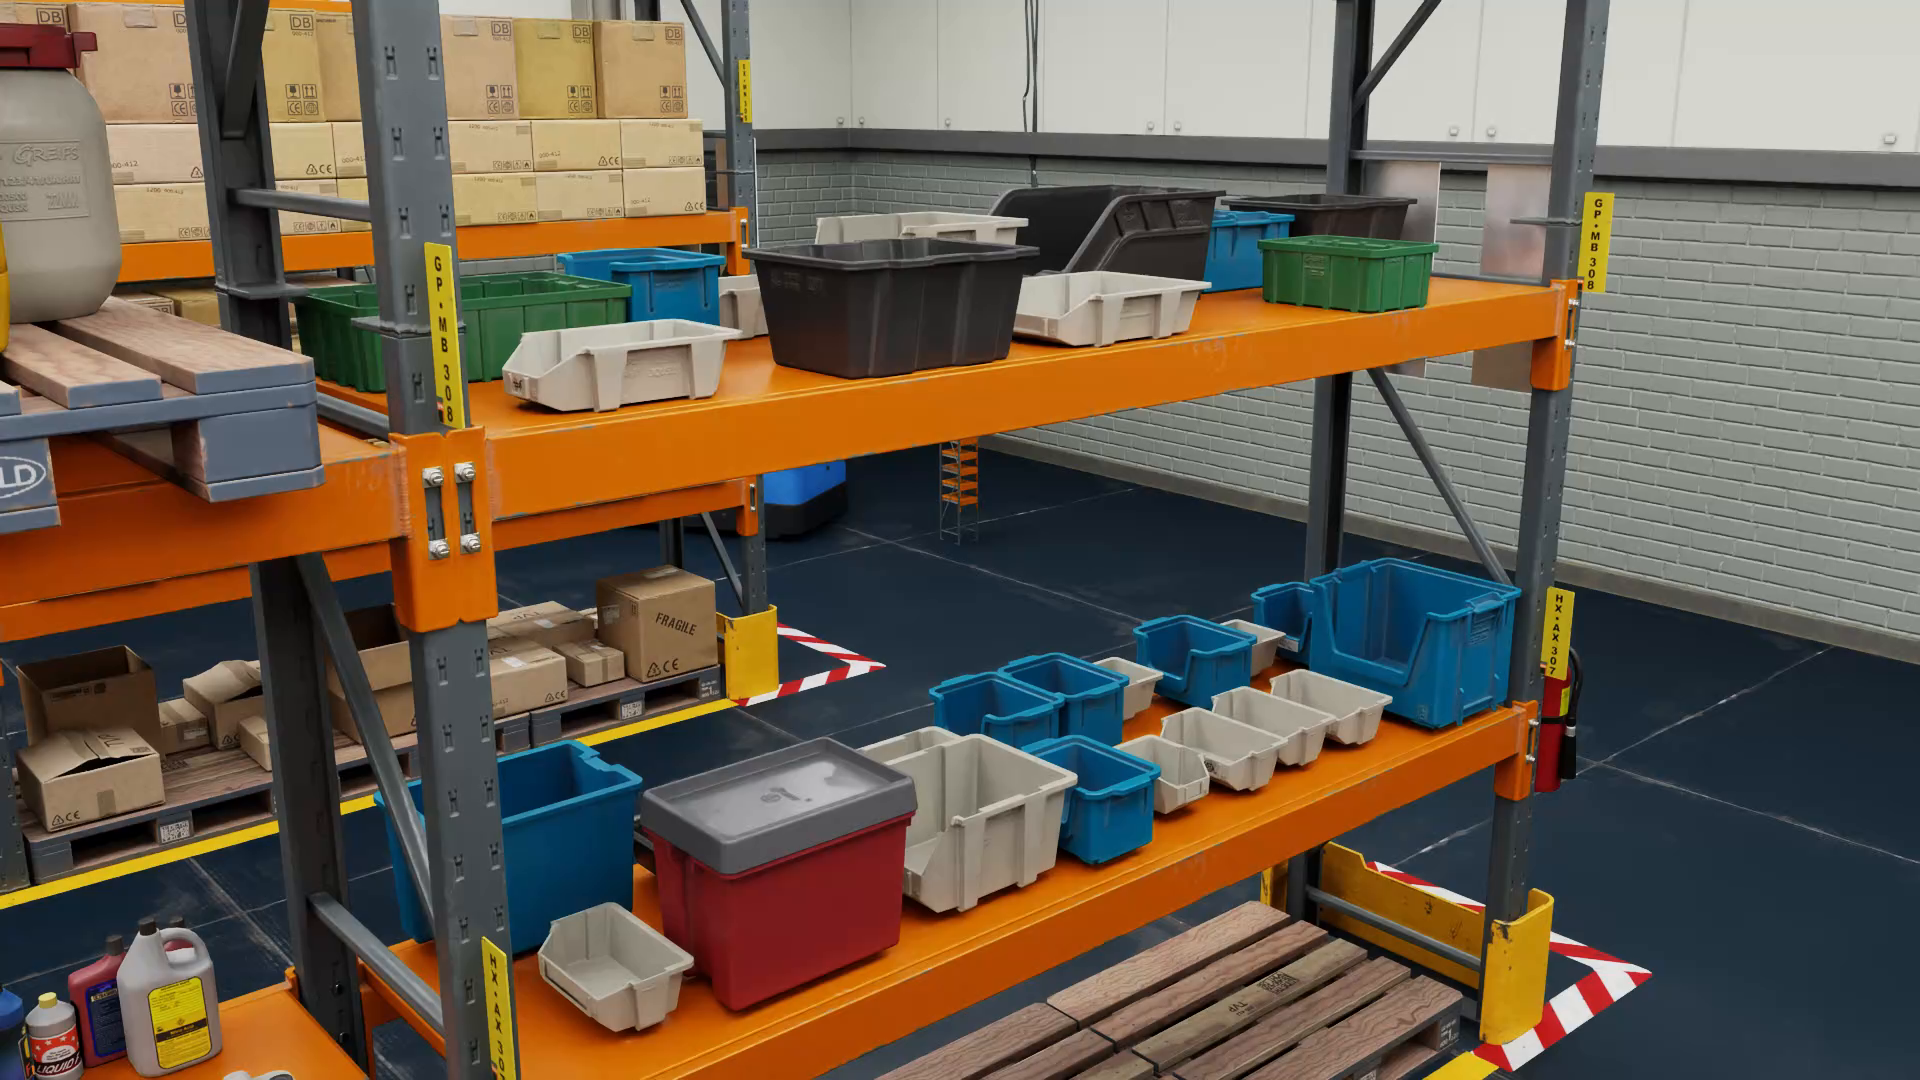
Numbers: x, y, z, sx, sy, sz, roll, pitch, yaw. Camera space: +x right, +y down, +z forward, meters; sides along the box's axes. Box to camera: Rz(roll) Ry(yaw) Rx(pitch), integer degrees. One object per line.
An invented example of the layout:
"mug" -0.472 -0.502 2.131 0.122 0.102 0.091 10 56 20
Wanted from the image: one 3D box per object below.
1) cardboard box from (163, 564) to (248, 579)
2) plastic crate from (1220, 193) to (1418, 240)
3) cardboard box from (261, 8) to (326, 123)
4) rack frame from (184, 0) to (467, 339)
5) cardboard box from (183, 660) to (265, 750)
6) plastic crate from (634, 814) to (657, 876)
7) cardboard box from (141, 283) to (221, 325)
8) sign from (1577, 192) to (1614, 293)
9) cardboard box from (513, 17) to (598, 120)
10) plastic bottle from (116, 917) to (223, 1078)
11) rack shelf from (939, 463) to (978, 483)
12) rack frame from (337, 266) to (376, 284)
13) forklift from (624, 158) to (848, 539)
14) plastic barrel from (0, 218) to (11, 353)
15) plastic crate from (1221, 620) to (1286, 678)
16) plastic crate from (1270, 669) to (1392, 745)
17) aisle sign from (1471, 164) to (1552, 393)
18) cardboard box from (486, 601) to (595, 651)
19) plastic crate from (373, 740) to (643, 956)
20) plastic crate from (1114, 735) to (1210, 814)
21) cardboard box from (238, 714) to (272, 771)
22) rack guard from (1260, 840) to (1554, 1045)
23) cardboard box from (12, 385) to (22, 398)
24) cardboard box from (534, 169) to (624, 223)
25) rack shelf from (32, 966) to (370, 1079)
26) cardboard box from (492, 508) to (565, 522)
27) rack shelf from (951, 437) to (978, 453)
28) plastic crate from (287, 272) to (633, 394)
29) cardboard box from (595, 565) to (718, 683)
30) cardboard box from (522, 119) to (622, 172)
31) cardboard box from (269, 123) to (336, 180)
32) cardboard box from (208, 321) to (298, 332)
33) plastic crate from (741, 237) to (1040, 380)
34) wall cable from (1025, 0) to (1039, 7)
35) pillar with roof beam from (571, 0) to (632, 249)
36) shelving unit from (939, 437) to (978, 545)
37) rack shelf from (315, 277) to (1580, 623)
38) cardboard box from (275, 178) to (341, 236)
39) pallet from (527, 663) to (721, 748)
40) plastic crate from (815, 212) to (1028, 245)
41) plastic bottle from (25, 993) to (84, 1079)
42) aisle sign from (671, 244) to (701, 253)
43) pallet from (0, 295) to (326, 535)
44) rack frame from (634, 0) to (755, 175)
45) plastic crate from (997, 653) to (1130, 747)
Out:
"cardboard box" -3.580 -0.151 7.809 0.500 0.500 0.500 -12 19 -38
"plastic crate" 1.265 -1.070 5.883 0.590 0.269 0.497 -13 19 -39
"cardboard box" -3.343 -2.195 7.713 0.500 0.500 0.700 -13 19 -39
"rack frame" -1.279 -1.915 2.984 0.127 3.000 1.000 -13 19 -39
"cardboard box" -3.719 0.826 8.704 0.500 0.311 0.500 -13 19 -39
"plastic crate" -0.611 0.845 4.691 0.590 0.125 0.437 -13 19 -39
"cardboard box" -5.685 -1.555 12.676 0.700 0.700 0.980 -13 20 -40
"sign" 2.112 -0.989 5.530 0.005 0.325 0.100 -13 19 -39
"cardboard box" -2.320 -2.482 8.785 0.500 0.500 0.700 -13 19 -39
"plastic bottle" -1.788 1.010 3.751 0.185 0.351 0.144 -13 19 -39
"rack shelf" -0.011 -0.534 13.097 0.180 0.103 0.258 -13 19 -39
"rack frame" -4.765 -1.623 13.515 0.127 3.000 1.000 -13 19 -39
"forklift" -2.515 -1.636 13.694 3.031 2.935 1.130 5 16 19
"plastic barrel" -1.834 -0.566 2.565 0.600 0.588 0.600 0 15 0
"plastic crate" 1.040 0.420 6.261 0.298 0.136 0.250 -13 19 -39
"plastic crate" 1.242 0.577 5.672 0.243 0.136 0.396 -13 19 -39
"aisle sign" 1.985 -0.906 5.791 0.004 0.787 0.394 -13 19 -39
"cardboard box" -2.484 0.578 9.750 0.500 0.250 0.500 -13 19 -39
"plastic crate" -1.151 0.816 4.297 0.575 0.384 0.392 -13 19 -39
"plastic crate" 0.609 0.729 5.103 0.250 0.136 0.298 -13 19 -39
"cardboard box" -3.423 0.997 8.344 0.250 0.166 0.380 -13 19 -39
"rack guard" 1.748 1.506 6.642 0.348 0.500 1.175 -13 19 -39
"cardboard box" -3.988 -0.538 7.322 0.500 0.500 0.500 -12 19 -38
"cardboard box" -2.109 -1.815 8.712 0.500 0.250 0.500 -13 19 -39
"rack shelf" -2.788 1.669 2.582 4.000 0.370 1.077 -13 19 -39
"cardboard box" -2.439 -0.407 8.768 0.500 0.500 0.500 -12 19 -39
"rack shelf" -0.011 -0.766 13.035 0.180 0.103 0.258 -13 19 -39
"plastic crate" -1.158 -0.495 3.887 0.662 0.188 0.450 -13 19 -39
"cardboard box" -1.759 0.476 9.649 0.500 0.500 0.500 -13 19 -39
"cardboard box" -2.108 -2.056 8.646 0.500 0.250 0.500 -13 19 -39
"cardboard box" -3.237 -1.802 7.692 0.500 0.250 0.500 -13 19 -39
"cardboard box" -3.551 -0.822 8.384 0.500 0.500 0.500 -12 19 -39
"plastic crate" -0.162 -0.560 3.975 0.590 0.269 0.497 -13 19 -39
"wall cable" 1.512 -5.824 13.845 0.112 2.526 3.097 -13 19 -39
"pillar with roof beam" -0.470 -4.309 11.946 0.400 9.000 9.100 -13 19 -39
"shelving unit" -0.011 -0.577 13.086 0.189 1.200 0.258 -13 19 -39
"rack shelf" 0.230 -0.458 4.732 4.000 0.370 1.077 -13 19 -39
"cardboard box" -3.241 -1.561 7.761 0.500 0.250 0.500 -13 19 -39
"pallet" -2.169 0.836 9.712 1.213 0.211 1.003 -13 19 -39
"plastic crate" -0.136 -0.771 4.742 0.530 0.282 0.437 -13 19 -39
"plastic bottle" -2.012 1.104 3.691 0.097 0.201 0.097 0 15 0
"aisle sign" -1.652 -1.984 9.829 0.004 0.787 0.394 -13 19 -39
"pallet" -1.806 -0.223 2.827 1.003 0.211 1.213 -13 19 -39
"rack frame" -1.510 -3.558 9.133 0.127 3.000 1.000 -13 19 -39
"plastic crate" 0.343 0.558 5.557 0.300 0.233 0.416 -13 19 -39
